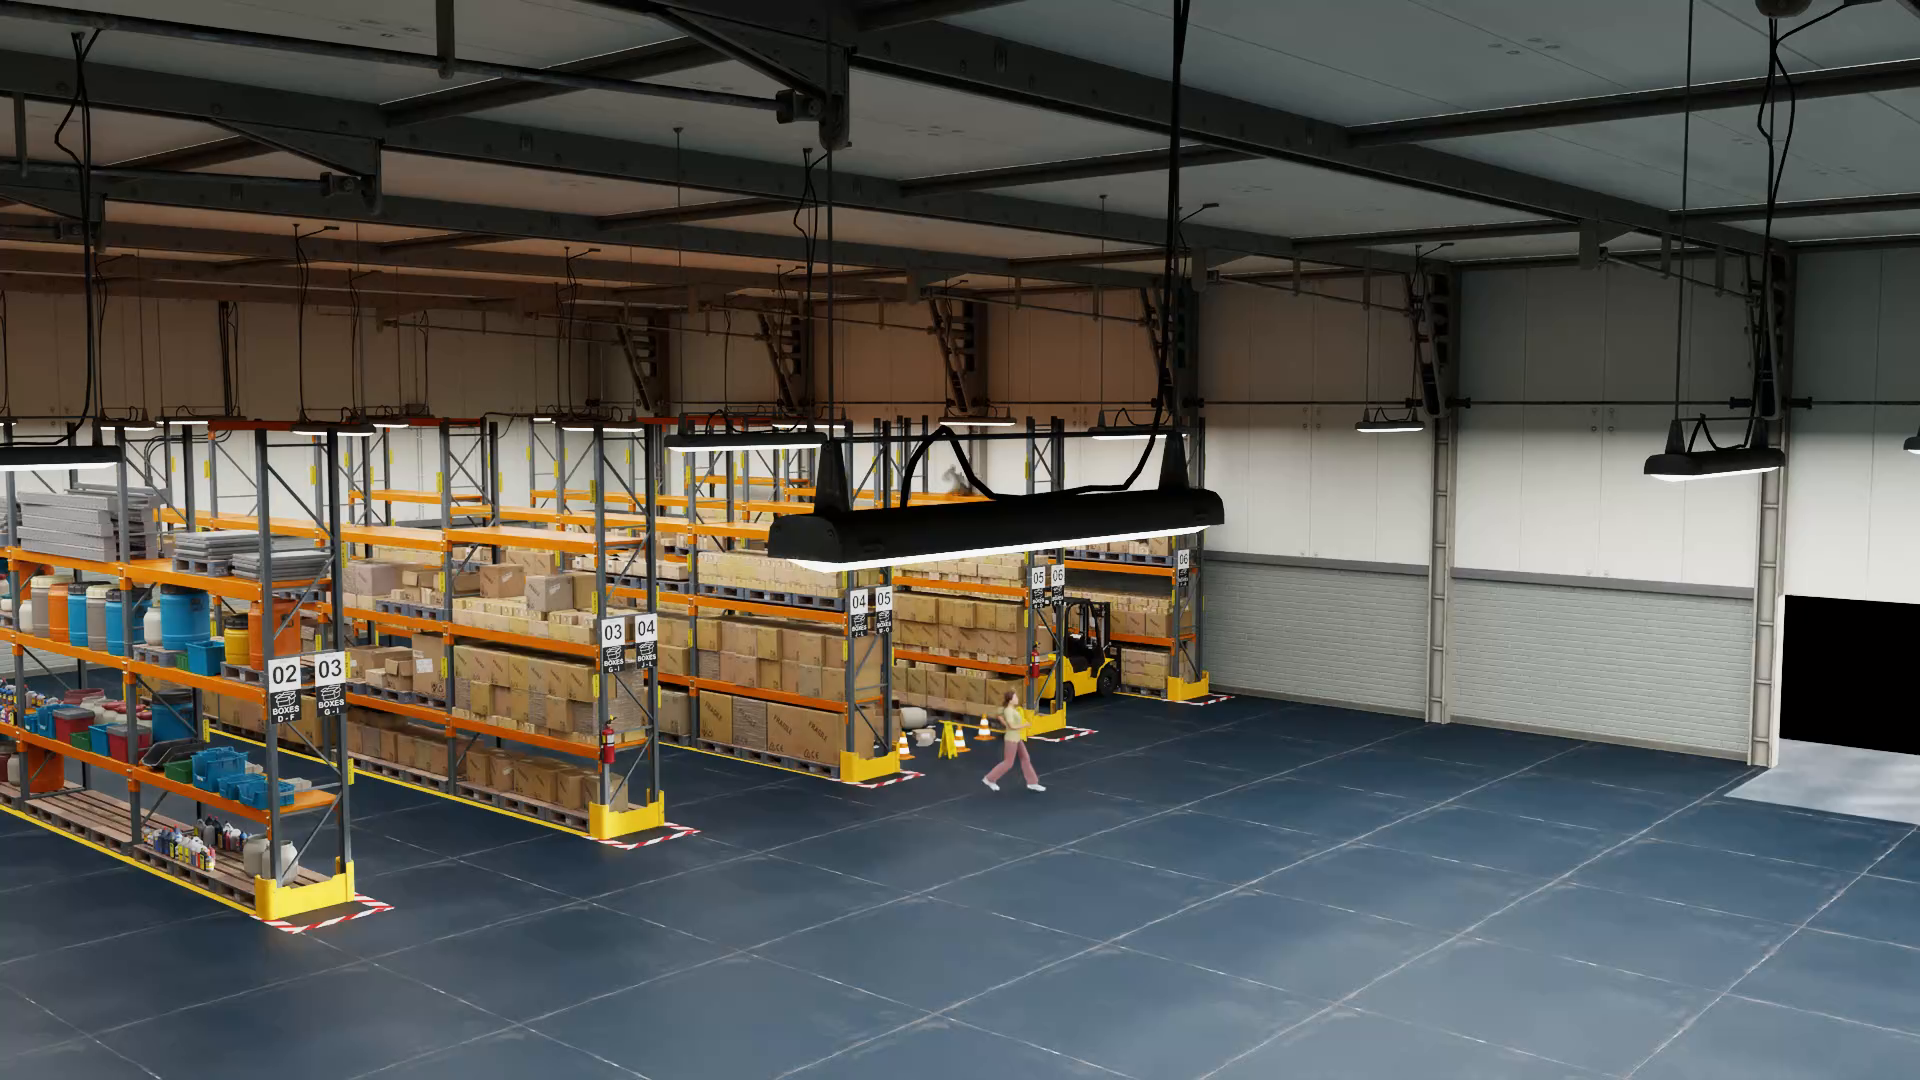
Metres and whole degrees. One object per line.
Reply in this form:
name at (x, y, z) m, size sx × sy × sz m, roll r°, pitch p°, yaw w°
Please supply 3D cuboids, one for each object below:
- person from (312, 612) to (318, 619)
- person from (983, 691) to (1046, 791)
person at (-14.358, 2.444, 36.846) m, size 0.769 × 1.684 × 0.664 m, roll -2°, pitch 5°, yaw -23°
person at (0.879, 3.329, 26.871) m, size 1.021 × 1.482 × 0.581 m, roll 0°, pitch 5°, yaw 3°
